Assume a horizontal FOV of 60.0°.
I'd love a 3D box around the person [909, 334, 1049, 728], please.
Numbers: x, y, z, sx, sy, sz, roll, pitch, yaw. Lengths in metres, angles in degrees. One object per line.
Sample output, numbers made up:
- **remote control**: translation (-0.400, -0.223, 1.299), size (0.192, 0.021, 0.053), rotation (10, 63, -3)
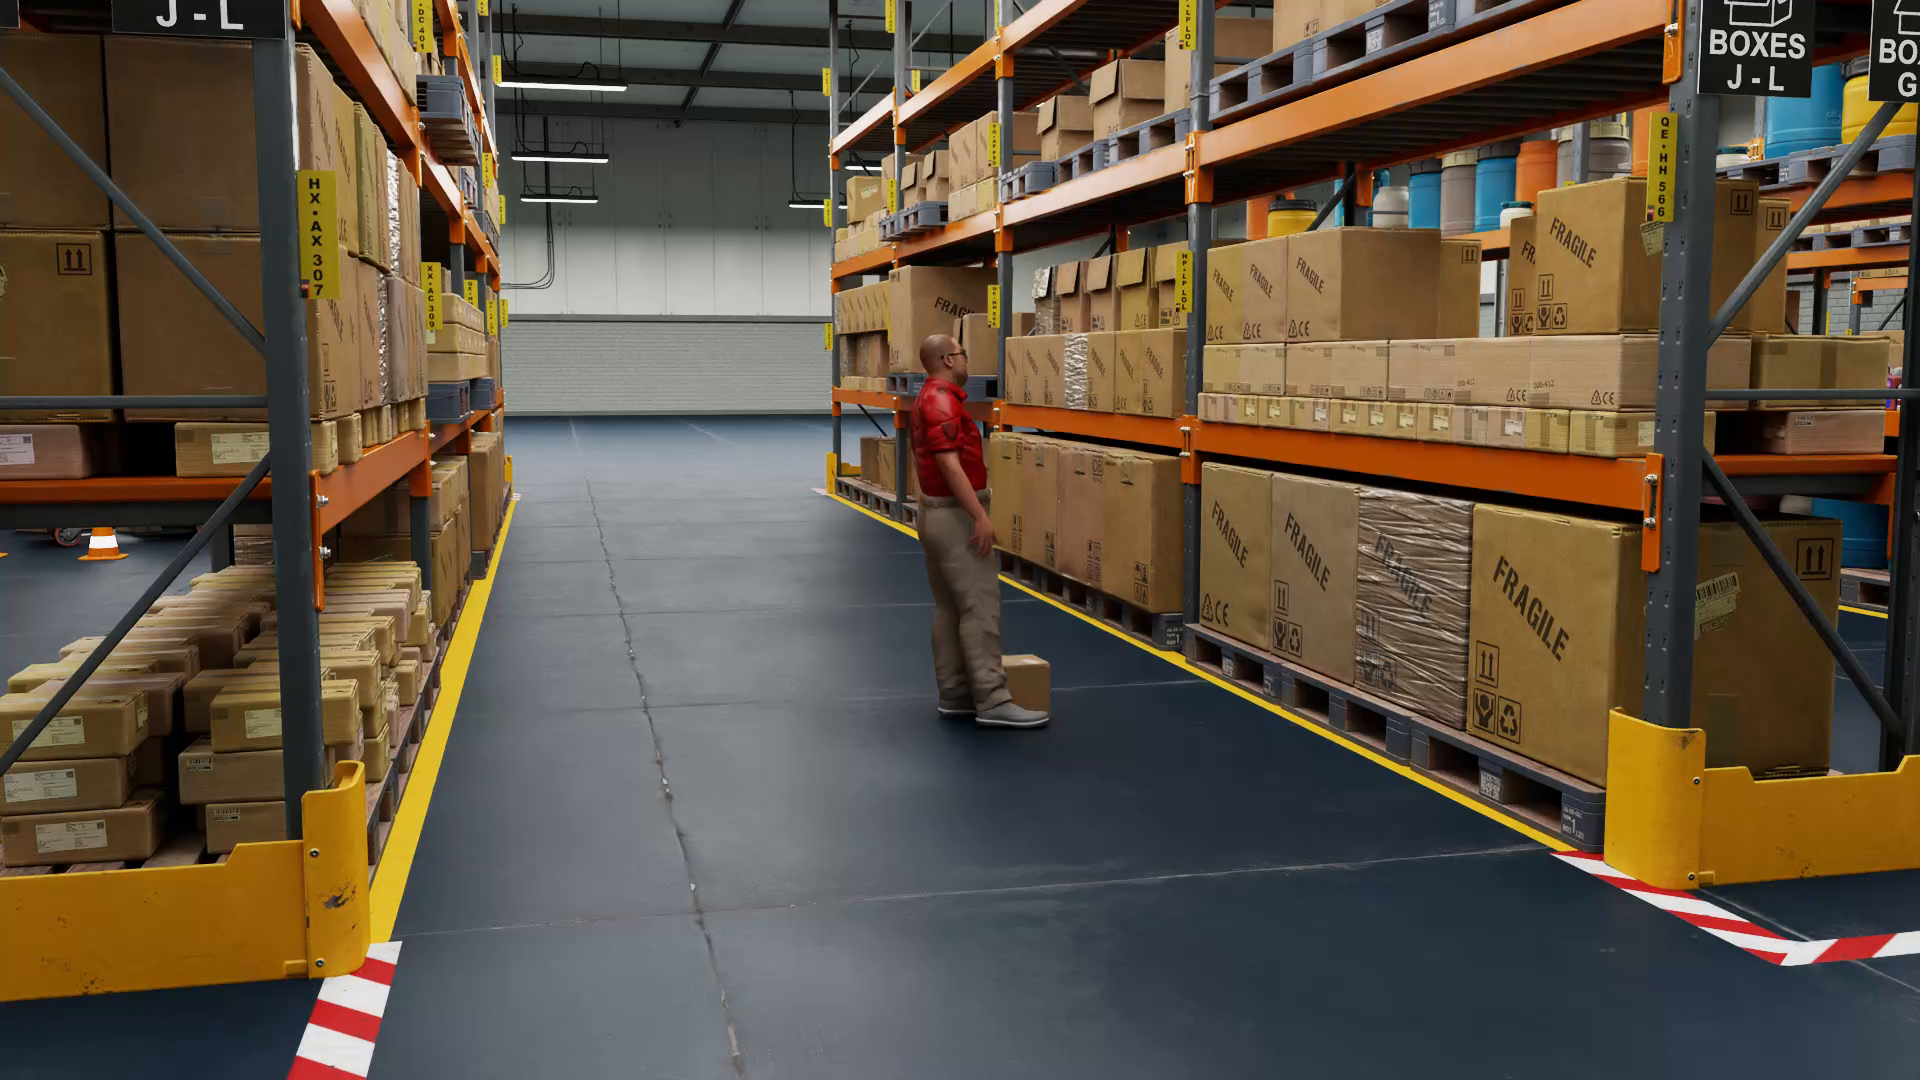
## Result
- **person**: translation (0.068, -0.057, 7.483), size (0.551, 1.727, 0.635), rotation (-1, 6, -14)
